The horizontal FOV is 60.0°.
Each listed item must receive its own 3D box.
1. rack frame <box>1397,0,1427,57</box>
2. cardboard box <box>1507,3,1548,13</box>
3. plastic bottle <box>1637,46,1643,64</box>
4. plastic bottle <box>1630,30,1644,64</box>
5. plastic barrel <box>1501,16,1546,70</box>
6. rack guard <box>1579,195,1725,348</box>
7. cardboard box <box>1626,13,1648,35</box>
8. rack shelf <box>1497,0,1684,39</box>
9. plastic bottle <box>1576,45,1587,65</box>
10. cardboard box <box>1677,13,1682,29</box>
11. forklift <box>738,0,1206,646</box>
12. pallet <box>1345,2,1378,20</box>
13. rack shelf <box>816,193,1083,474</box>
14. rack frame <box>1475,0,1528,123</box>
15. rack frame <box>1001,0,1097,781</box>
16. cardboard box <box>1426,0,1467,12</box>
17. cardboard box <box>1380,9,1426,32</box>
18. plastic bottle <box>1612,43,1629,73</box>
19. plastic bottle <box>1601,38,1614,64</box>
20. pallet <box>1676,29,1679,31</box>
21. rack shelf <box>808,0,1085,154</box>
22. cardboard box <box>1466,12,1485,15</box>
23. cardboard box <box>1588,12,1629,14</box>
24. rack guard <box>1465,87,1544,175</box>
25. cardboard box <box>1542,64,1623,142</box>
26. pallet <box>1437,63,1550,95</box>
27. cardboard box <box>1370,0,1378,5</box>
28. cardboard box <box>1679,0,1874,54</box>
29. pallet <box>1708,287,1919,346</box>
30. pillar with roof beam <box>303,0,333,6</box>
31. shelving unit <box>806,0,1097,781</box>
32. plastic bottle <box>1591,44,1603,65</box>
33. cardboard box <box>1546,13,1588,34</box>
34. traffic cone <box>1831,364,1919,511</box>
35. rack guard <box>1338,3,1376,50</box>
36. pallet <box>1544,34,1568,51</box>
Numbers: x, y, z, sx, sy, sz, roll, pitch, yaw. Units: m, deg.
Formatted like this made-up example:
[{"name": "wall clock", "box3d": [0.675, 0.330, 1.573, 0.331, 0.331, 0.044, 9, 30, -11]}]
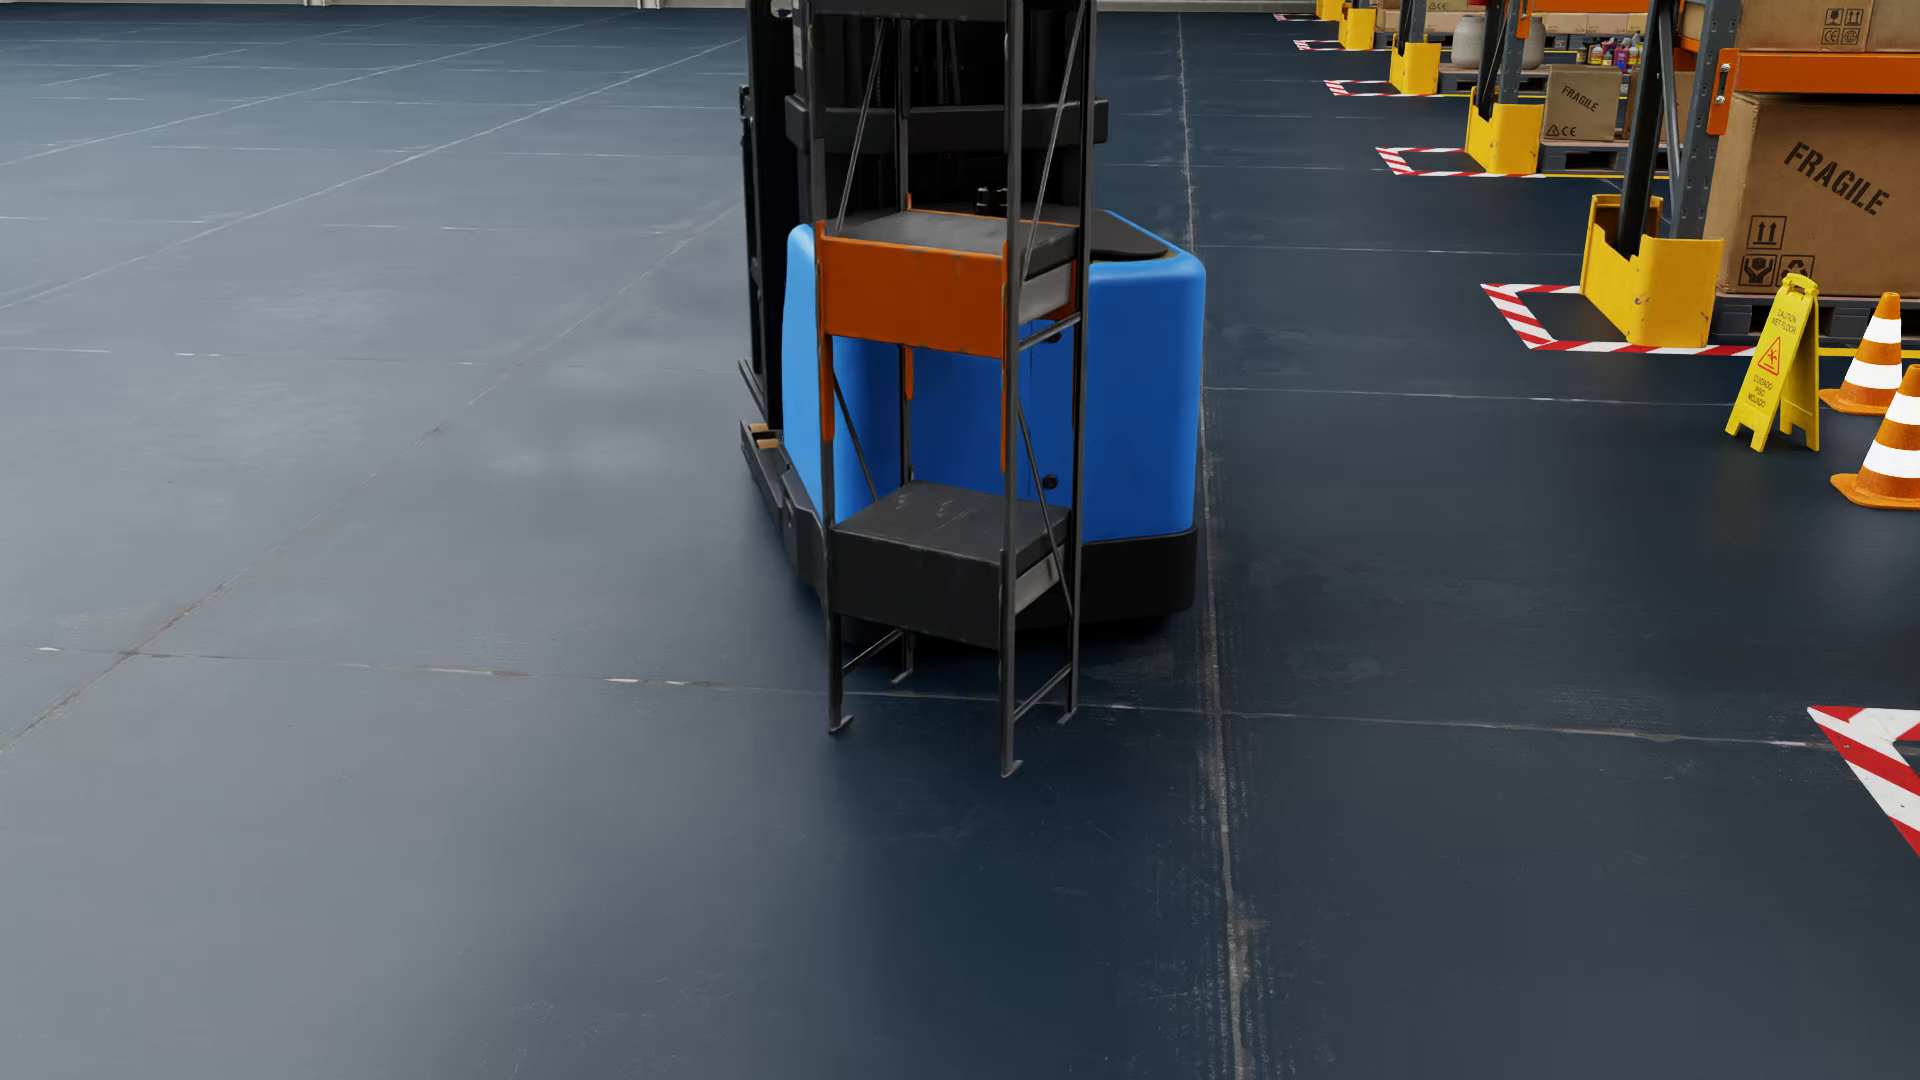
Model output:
[{"name": "rack frame", "box3d": [4.651, -6.111, 16.818, 0.127, 3.000, 1.000, 2, 22, 6]}, {"name": "cardboard box", "box3d": [7.233, -7.015, 21.252, 0.500, 0.500, 0.500, 2, 22, 6]}, {"name": "plastic bottle", "box3d": [6.854, -4.836, 16.704, 0.097, 0.271, 0.097, 0, 22, 0]}, {"name": "plastic bottle", "box3d": [7.076, -5.132, 17.346, 0.185, 0.351, 0.144, 3, 22, 9]}, {"name": "plastic barrel", "box3d": [5.811, -5.128, 17.142, 0.421, 0.512, 0.421, 0, 22, 0]}, {"name": "rack guard", "box3d": [3.360, -1.335, 8.137, 0.348, 0.500, 1.175, 2, 22, 6]}, {"name": "cardboard box", "box3d": [8.723, -6.604, 21.232, 0.500, 0.250, 0.500, 2, 22, 6]}, {"name": "rack shelf", "box3d": [6.054, -3.882, 12.158, 4.000, 0.370, 1.077, 2, 22, 6]}, {"name": "plastic bottle", "box3d": [6.526, -5.095, 17.456, 0.097, 0.201, 0.097, 0, 22, 0]}, {"name": "cardboard box", "box3d": [9.655, -6.751, 21.605, 0.500, 0.250, 0.500, 2, 22, 6]}, {"name": "forklift", "box3d": [-0.183, -1.587, 5.467, 1.130, 2.935, 3.031, -5, 22, -13]}, {"name": "pallet", "box3d": [6.695, -8.380, 26.350, 1.213, 0.211, 1.003, 2, 22, 6]}, {"name": "rack shelf", "box3d": [-0.014, -0.496, 3.876, 0.480, 0.518, 0.431, 11, 24, 26]}, {"name": "rack frame", "box3d": [4.068, -4.303, 12.244, 0.127, 3.000, 1.000, 2, 22, 6]}, {"name": "rack frame", "box3d": [0.201, -0.466, 3.763, 0.015, 2.100, 0.400, 11, 24, 26]}, {"name": "cardboard box", "box3d": [6.240, -7.060, 21.366, 0.500, 0.500, 0.500, 2, 22, 6]}, {"name": "cardboard box", "box3d": [5.744, -6.732, 21.557, 0.500, 0.250, 0.500, 2, 22, 6]}, {"name": "plastic bottle", "box3d": [6.637, -4.844, 16.709, 0.133, 0.283, 0.061, 3, 22, 7]}, {"name": "plastic bottle", "box3d": [6.773, -5.109, 17.389, 0.135, 0.276, 0.152, 3, 22, 7]}, {"name": "pallet", "box3d": [9.946, -6.432, 21.423, 1.213, 0.211, 1.003, 2, 22, 6]}, {"name": "rack shelf", "box3d": [-0.014, -1.147, 3.619, 0.480, 0.518, 0.431, 11, 24, 26]}, {"name": "cardboard box", "box3d": [6.737, -6.690, 21.450, 0.500, 0.250, 0.500, 2, 22, 6]}, {"name": "cardboard box", "box3d": [8.228, -6.978, 21.159, 0.500, 0.500, 0.500, 2, 22, 6]}, {"name": "rack guard", "box3d": [4.143, -3.137, 12.696, 0.348, 0.500, 1.175, 2, 22, 6]}, {"name": "cardboard box", "box3d": [4.686, -3.303, 12.543, 0.500, 0.500, 0.500, 7, 23, 16]}, {"name": "pallet", "box3d": [5.538, -4.791, 17.272, 1.213, 0.211, 1.003, 2, 22, 6]}, {"name": "cardboard box", "box3d": [6.493, -8.620, 26.222, 0.500, 0.311, 0.500, 0, 22, 0]}, {"name": "cardboard box", "box3d": [3.758, -2.567, 7.649, 0.550, 0.550, 0.875, 2, 22, 6]}, {"name": "pallet", "box3d": [4.187, -1.194, 8.172, 1.213, 0.211, 1.003, 2, 22, 6]}, {"name": "pillar with roof beam", "box3d": [-11.768, -12.011, 23.581, 0.400, 9.000, 9.100, 2, 22, 6]}, {"name": "shelving unit", "box3d": [-0.014, -0.509, 3.871, 0.503, 2.100, 0.431, 11, 24, 26]}, {"name": "plastic bottle", "box3d": [6.415, -4.855, 16.753, 0.097, 0.271, 0.097, 0, 22, 0]}, {"name": "cardboard box", "box3d": [7.730, -6.645, 21.337, 0.500, 0.250, 0.500, 2, 22, 6]}, {"name": "traffic cone", "box3d": [3.273, -0.378, 5.765, 0.334, 0.463, 0.336, 2, 22, 6]}, {"name": "rack guard", "box3d": [5.214, -6.758, 21.855, 0.348, 0.500, 1.175, 2, 22, 6]}, {"name": "pallet", "box3d": [7.210, -6.552, 21.724, 1.213, 0.211, 1.003, 2, 22, 6]}]
